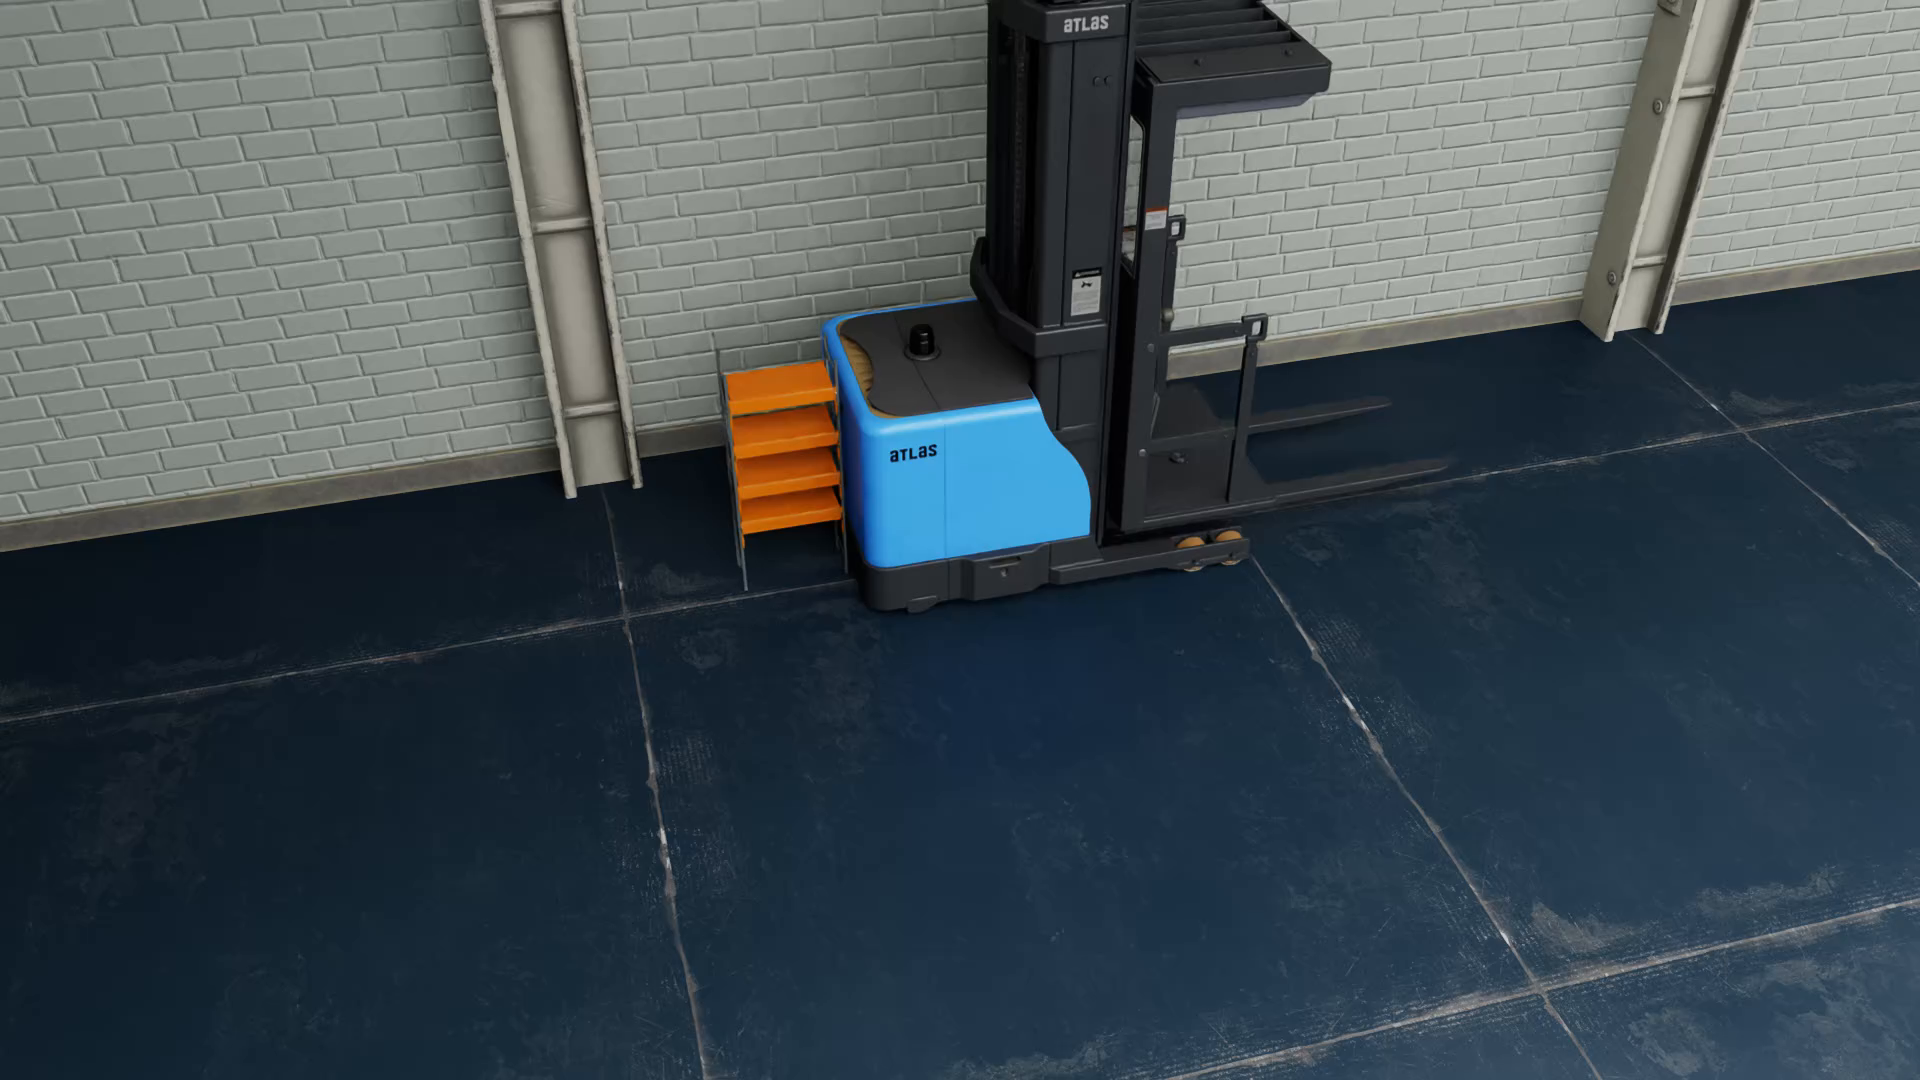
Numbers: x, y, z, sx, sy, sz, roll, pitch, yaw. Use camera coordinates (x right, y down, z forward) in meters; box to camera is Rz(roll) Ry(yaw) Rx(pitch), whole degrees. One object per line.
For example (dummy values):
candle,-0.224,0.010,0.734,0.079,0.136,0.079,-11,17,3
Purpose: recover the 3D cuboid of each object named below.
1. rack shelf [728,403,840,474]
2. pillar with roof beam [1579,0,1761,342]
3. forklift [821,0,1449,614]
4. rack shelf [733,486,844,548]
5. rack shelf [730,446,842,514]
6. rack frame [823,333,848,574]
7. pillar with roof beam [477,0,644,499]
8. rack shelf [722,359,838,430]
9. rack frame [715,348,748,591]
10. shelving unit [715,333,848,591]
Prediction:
rack shelf,-0.812,-0.468,7.596,0.480,0.148,0.258,-9,38,-12
pillar with roof beam,5.050,-2.332,3.871,0.400,9.000,9.100,-9,38,-12
forklift,0.907,-1.313,7.533,3.031,2.935,1.130,-9,38,-12
rack shelf,-0.812,-0.132,7.852,0.480,0.148,0.258,-9,38,-12
rack shelf,-0.812,-0.290,7.732,0.480,0.148,0.258,-9,38,-12
rack frame,-0.576,-0.382,7.741,0.015,1.200,0.240,-9,38,-12
pillar with roof beam,-0.743,-1.381,2.629,0.400,9.000,9.100,-9,38,-12
rack shelf,-0.812,-0.656,7.452,0.480,0.148,0.258,-9,38,-12
rack frame,-1.047,-0.305,7.640,0.015,1.200,0.240,-9,38,-12
shelving unit,-0.812,-0.343,7.691,0.503,1.200,0.258,-9,38,-12
